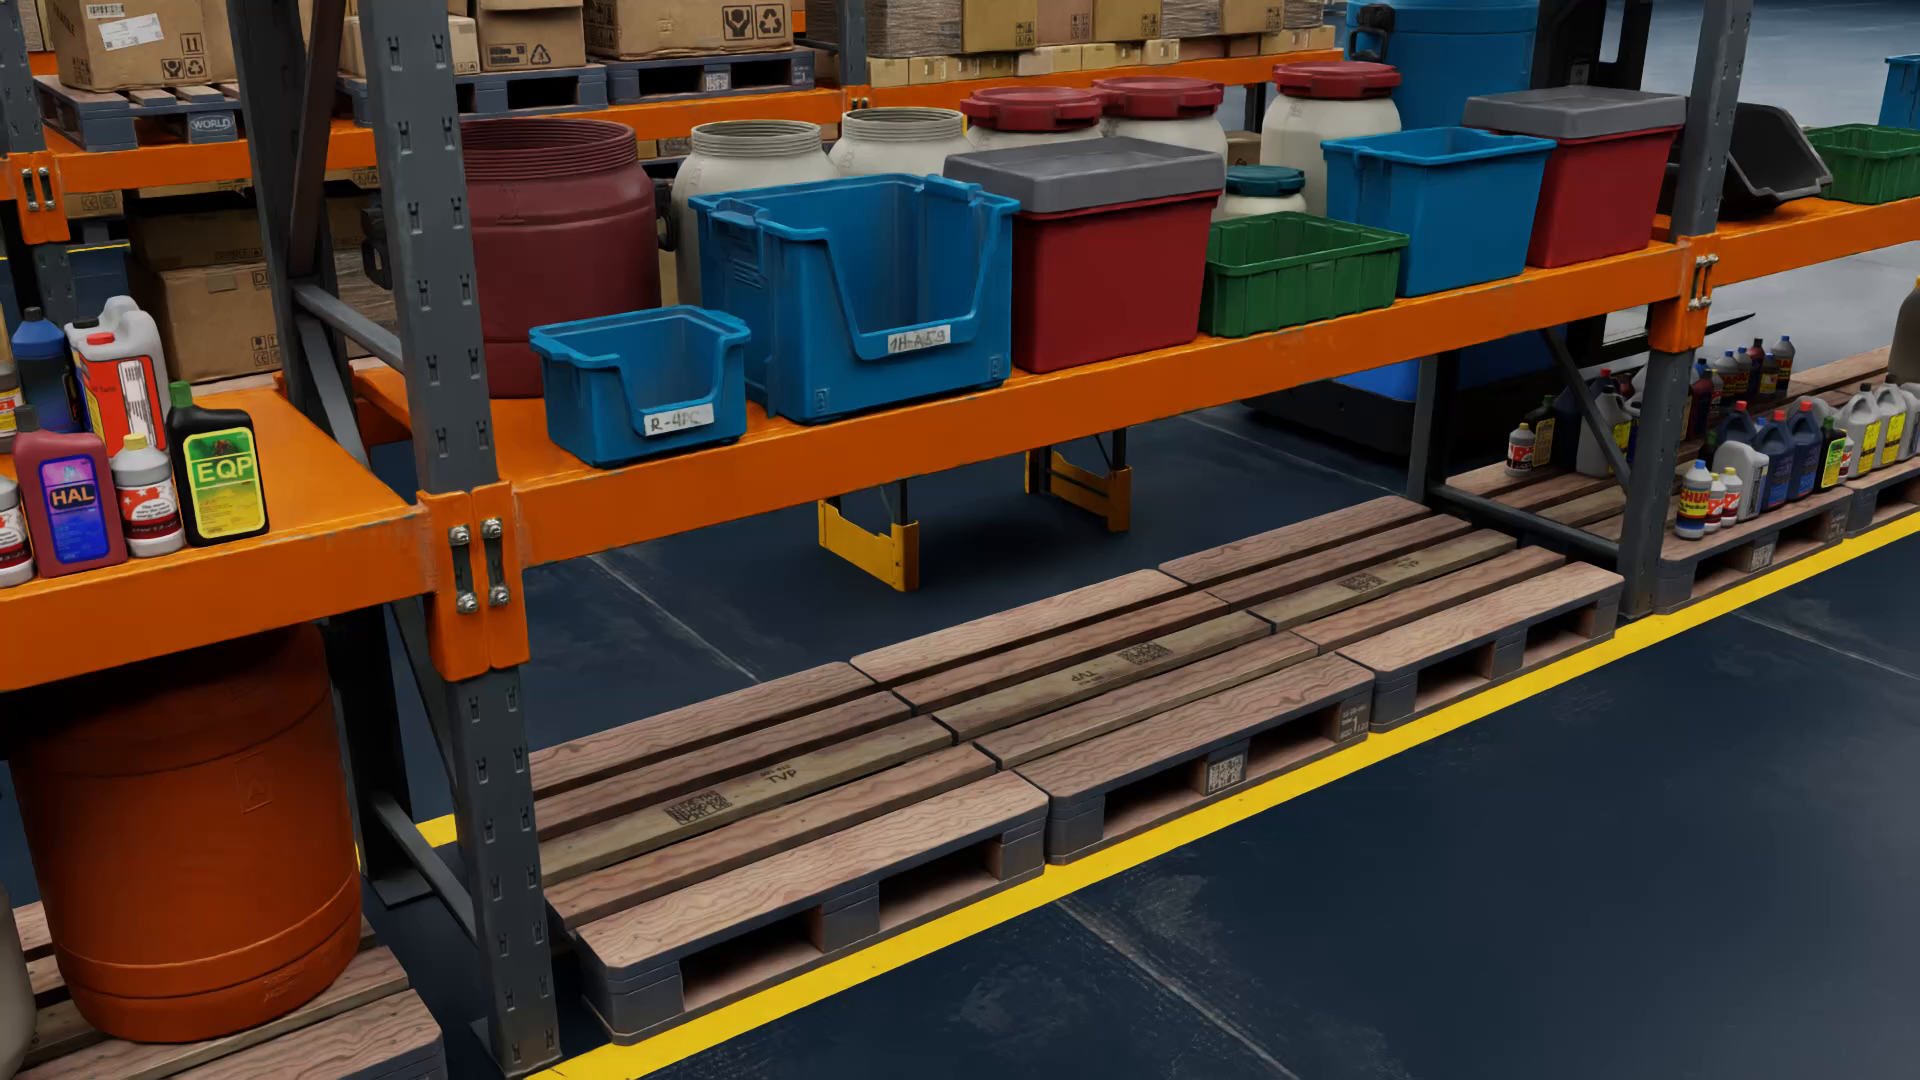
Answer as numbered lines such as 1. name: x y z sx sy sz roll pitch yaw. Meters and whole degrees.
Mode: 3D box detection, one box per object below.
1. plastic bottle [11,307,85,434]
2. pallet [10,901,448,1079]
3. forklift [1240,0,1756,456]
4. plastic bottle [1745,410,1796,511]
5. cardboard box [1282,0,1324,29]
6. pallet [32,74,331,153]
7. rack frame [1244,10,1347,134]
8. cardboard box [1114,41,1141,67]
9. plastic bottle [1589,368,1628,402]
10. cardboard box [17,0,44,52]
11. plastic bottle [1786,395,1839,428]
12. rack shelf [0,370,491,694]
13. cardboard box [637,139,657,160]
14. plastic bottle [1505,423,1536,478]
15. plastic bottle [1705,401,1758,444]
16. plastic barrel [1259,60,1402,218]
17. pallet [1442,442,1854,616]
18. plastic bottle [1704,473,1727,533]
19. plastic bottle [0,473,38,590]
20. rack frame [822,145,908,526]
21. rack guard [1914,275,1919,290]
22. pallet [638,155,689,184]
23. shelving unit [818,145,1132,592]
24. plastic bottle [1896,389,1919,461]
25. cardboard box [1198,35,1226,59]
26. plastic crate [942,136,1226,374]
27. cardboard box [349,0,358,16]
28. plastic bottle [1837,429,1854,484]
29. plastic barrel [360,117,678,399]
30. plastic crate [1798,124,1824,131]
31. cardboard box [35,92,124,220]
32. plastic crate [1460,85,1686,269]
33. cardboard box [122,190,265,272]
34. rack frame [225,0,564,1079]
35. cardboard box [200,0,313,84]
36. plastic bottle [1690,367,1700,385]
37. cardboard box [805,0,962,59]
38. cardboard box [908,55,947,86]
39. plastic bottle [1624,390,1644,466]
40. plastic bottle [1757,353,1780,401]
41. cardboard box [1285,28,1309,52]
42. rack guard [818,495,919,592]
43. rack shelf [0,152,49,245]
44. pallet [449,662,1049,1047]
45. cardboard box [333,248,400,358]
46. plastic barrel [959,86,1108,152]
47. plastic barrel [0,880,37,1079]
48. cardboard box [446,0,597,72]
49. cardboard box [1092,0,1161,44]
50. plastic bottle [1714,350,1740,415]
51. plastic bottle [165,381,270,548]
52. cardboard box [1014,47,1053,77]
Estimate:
1. plastic bottle: -1.847 -0.334 3.361 0.097 0.271 0.097 0 22 0
2. pallet: -1.813 1.071 3.428 1.213 0.211 1.003 -15 26 -33
3. forklift: 2.805 -2.128 7.774 3.031 2.935 1.130 -15 26 -33
4. plastic bottle: 2.948 -0.297 6.074 0.185 0.351 0.144 -14 26 -31
5. cardboard box: 1.942 -3.703 11.093 0.500 0.500 0.875 -15 26 -33
6. pallet: -3.573 -1.995 7.607 1.003 0.211 1.213 -15 26 -33
7. rack frame: 2.404 -3.629 11.444 0.127 3.000 1.000 -15 26 -33
8. cardboard box: 0.894 -2.999 10.204 0.250 0.149 0.380 -15 26 -33
9. plastic bottle: 2.560 -0.515 6.620 0.185 0.351 0.144 -16 27 -35
10. cardboard box: -6.382 -3.474 10.920 0.500 0.500 0.500 -15 26 -32
11. plastic bottle: 3.339 -0.434 6.519 0.135 0.276 0.152 -15 26 -33
12. rack shelf: -2.820 0.360 2.419 4.000 0.370 1.077 -15 26 -33
13. cardboard box: -3.106 -3.601 13.673 0.875 0.875 0.875 -14 26 -32
14. plastic bottle: 2.162 -0.350 6.409 0.097 0.201 0.097 0 22 0
15. plastic bottle: 2.863 -0.341 6.183 0.185 0.351 0.144 -15 26 -33
16. plastic barrel: 1.145 -1.195 5.161 0.433 0.535 0.433 0 22 0
17. pallet: 2.619 -0.111 6.390 1.213 0.211 1.003 -15 26 -33
18. plastic bottle: 2.647 -0.137 5.875 0.097 0.201 0.097 0 22 0
19. plastic bottle: -1.568 -0.030 2.692 0.097 0.201 0.097 0 22 0
20. rack frame: -0.343 -0.605 5.889 0.032 1.500 0.500 -15 26 -33
21. rack guard: 5.263 -0.948 8.096 0.348 0.500 1.175 -15 26 -33
22. pallet: -2.994 -3.123 13.939 1.213 0.211 1.003 -15 26 -33
23. shelving unit: 0.062 -0.713 6.160 1.083 1.500 0.587 -15 26 -33
24. plastic bottle: 3.729 -0.473 6.615 0.135 0.276 0.152 -16 27 -34
25. cardboard box: 1.478 -3.174 10.642 0.250 0.149 0.380 -15 26 -33
26. plastic crate: 0.293 -0.695 4.004 0.583 0.464 0.402 -15 26 -33
27. cardboard box: -4.335 -4.021 12.291 0.500 0.500 0.500 -15 26 -33
28. plastic bottle: 3.344 -0.323 6.340 0.097 0.201 0.097 0 22 0
29. plastic barrel: -0.997 -0.662 3.825 0.708 0.536 0.600 -15 26 -33
30. plastic crate: 3.220 -1.579 6.661 0.437 0.136 0.530 -15 26 -33
31. cardboard box: -6.357 -2.667 11.500 0.750 0.750 1.050 -15 26 -34
32. plastic crate: 1.836 -1.106 5.035 0.583 0.464 0.402 -15 26 -33
33. cardboard box: -3.563 -1.443 7.733 0.500 0.250 0.500 -14 26 -31
34. rack frame: -1.197 -0.408 3.370 0.127 3.000 1.000 -15 26 -33
35. cardboard box: -3.280 -2.419 7.709 0.500 0.500 0.700 -11 24 -25
36. plastic bottle: 2.957 -0.584 6.894 0.135 0.276 0.152 -14 26 -32
37. cardboard box: -0.441 -3.027 9.398 0.500 0.500 0.875 -15 26 -33
38. cardboard box: -0.282 -2.653 9.336 0.250 0.149 0.380 -15 26 -33
39. plastic bottle: 2.667 -0.441 6.536 0.135 0.276 0.152 -15 26 -33
40. plastic bottle: 3.559 -0.723 7.342 0.097 0.201 0.097 0 22 0
41. cardboard box: 2.090 -3.335 11.045 0.250 0.149 0.380 -15 26 -33
42. rack guard: -0.342 -0.025 6.121 0.087 0.250 0.587 -15 26 -33
43. rack shelf: -5.713 -1.131 6.153 4.000 0.370 1.077 -15 26 -33
44. pallet: -0.545 0.732 4.278 1.213 0.211 1.003 -15 26 -33
45. cardboard box: -3.115 -1.216 8.175 0.500 0.500 0.700 -18 28 -37
46. plastic barrel: 0.198 -0.943 4.529 0.433 0.535 0.433 0 22 0
47. plastic barrel: -1.990 0.813 3.102 0.421 0.512 0.421 0 22 0
48. cardboard box: -2.196 -2.603 8.167 0.637 0.503 0.797 -12 25 -27
49. cardboard box: 0.762 -3.359 10.230 0.500 0.500 0.875 -15 26 -33
50. plastic bottle: 3.284 -0.682 7.145 0.097 0.271 0.097 0 22 0
51. plastic bottle: -1.276 -0.137 2.851 0.133 0.283 0.061 -15 26 -33
52. cardboard box: 0.329 -2.814 9.740 0.250 0.149 0.380 -15 26 -33
